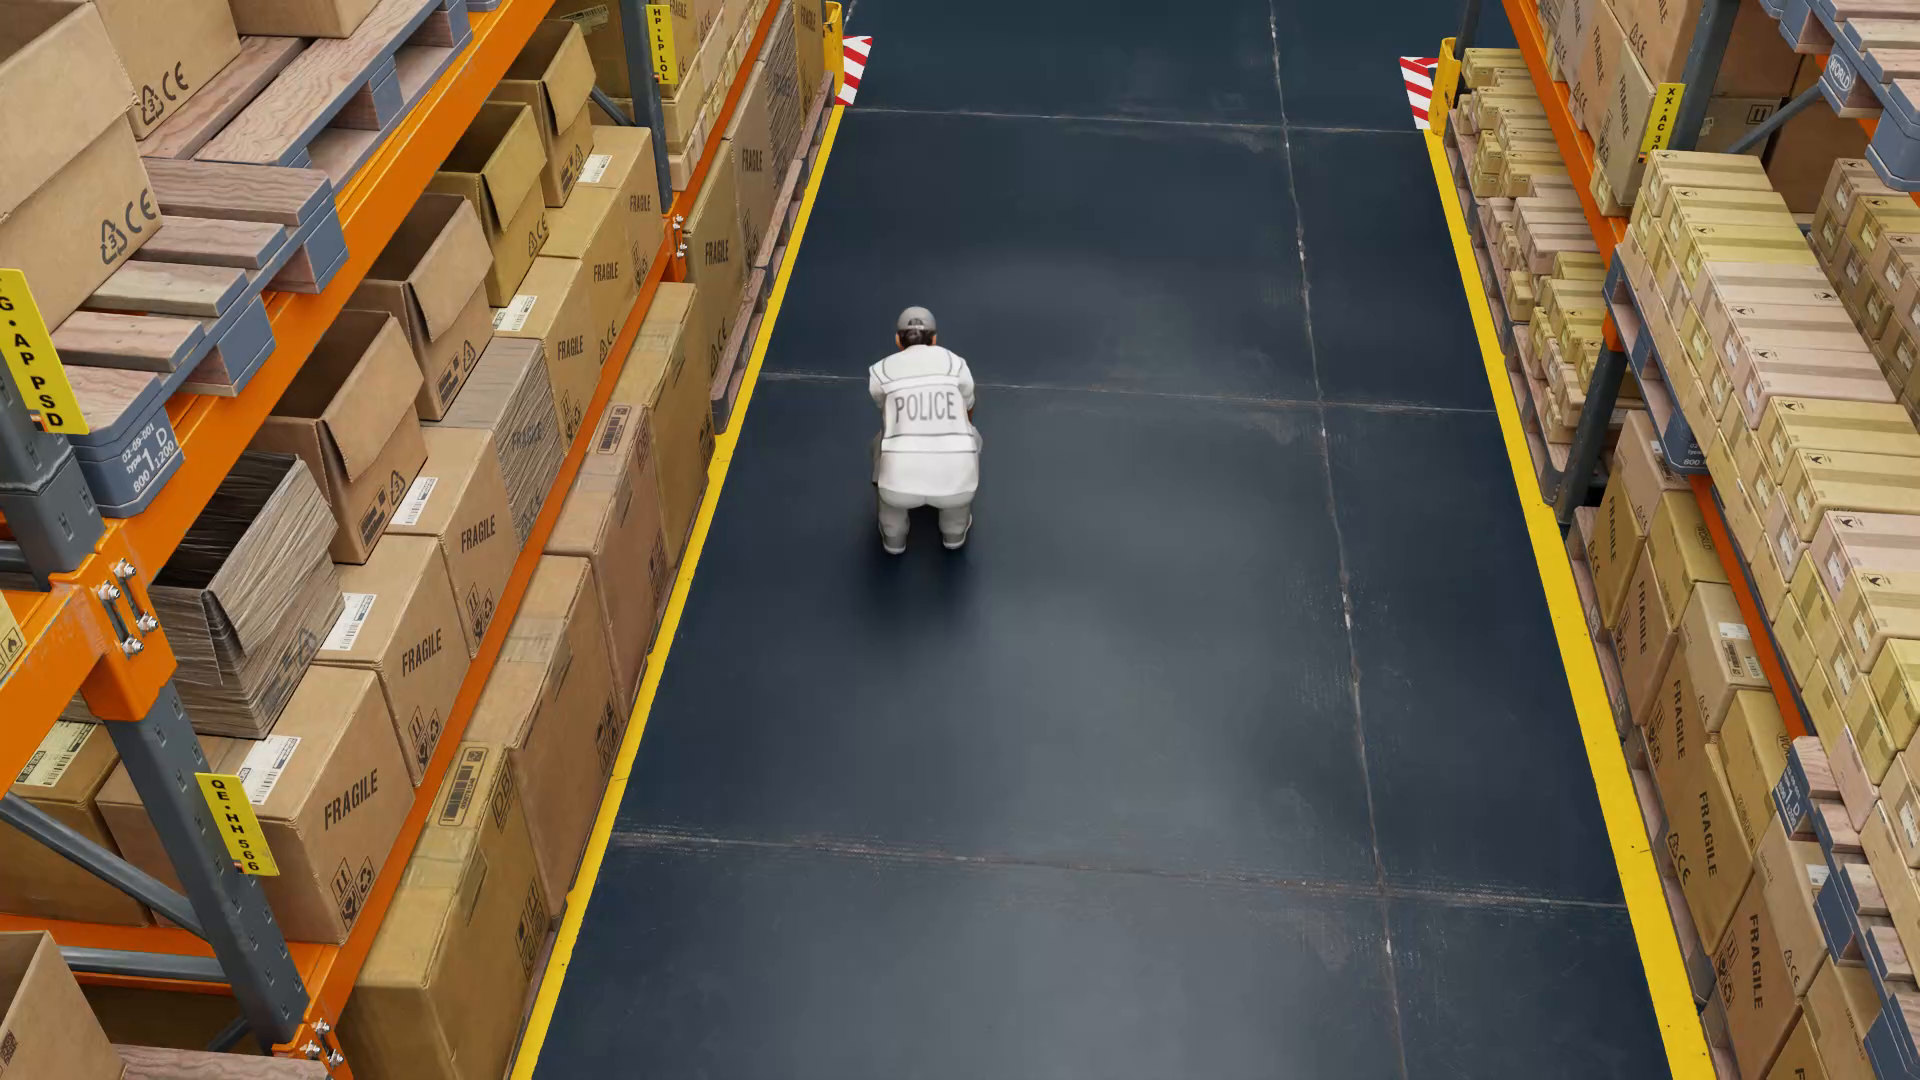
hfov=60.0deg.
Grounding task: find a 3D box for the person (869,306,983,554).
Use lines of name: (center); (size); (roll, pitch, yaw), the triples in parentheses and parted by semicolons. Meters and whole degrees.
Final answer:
person: (-0.153, -0.452, 7.253); (0.505, 0.950, 0.875); (1, 40, 1)
